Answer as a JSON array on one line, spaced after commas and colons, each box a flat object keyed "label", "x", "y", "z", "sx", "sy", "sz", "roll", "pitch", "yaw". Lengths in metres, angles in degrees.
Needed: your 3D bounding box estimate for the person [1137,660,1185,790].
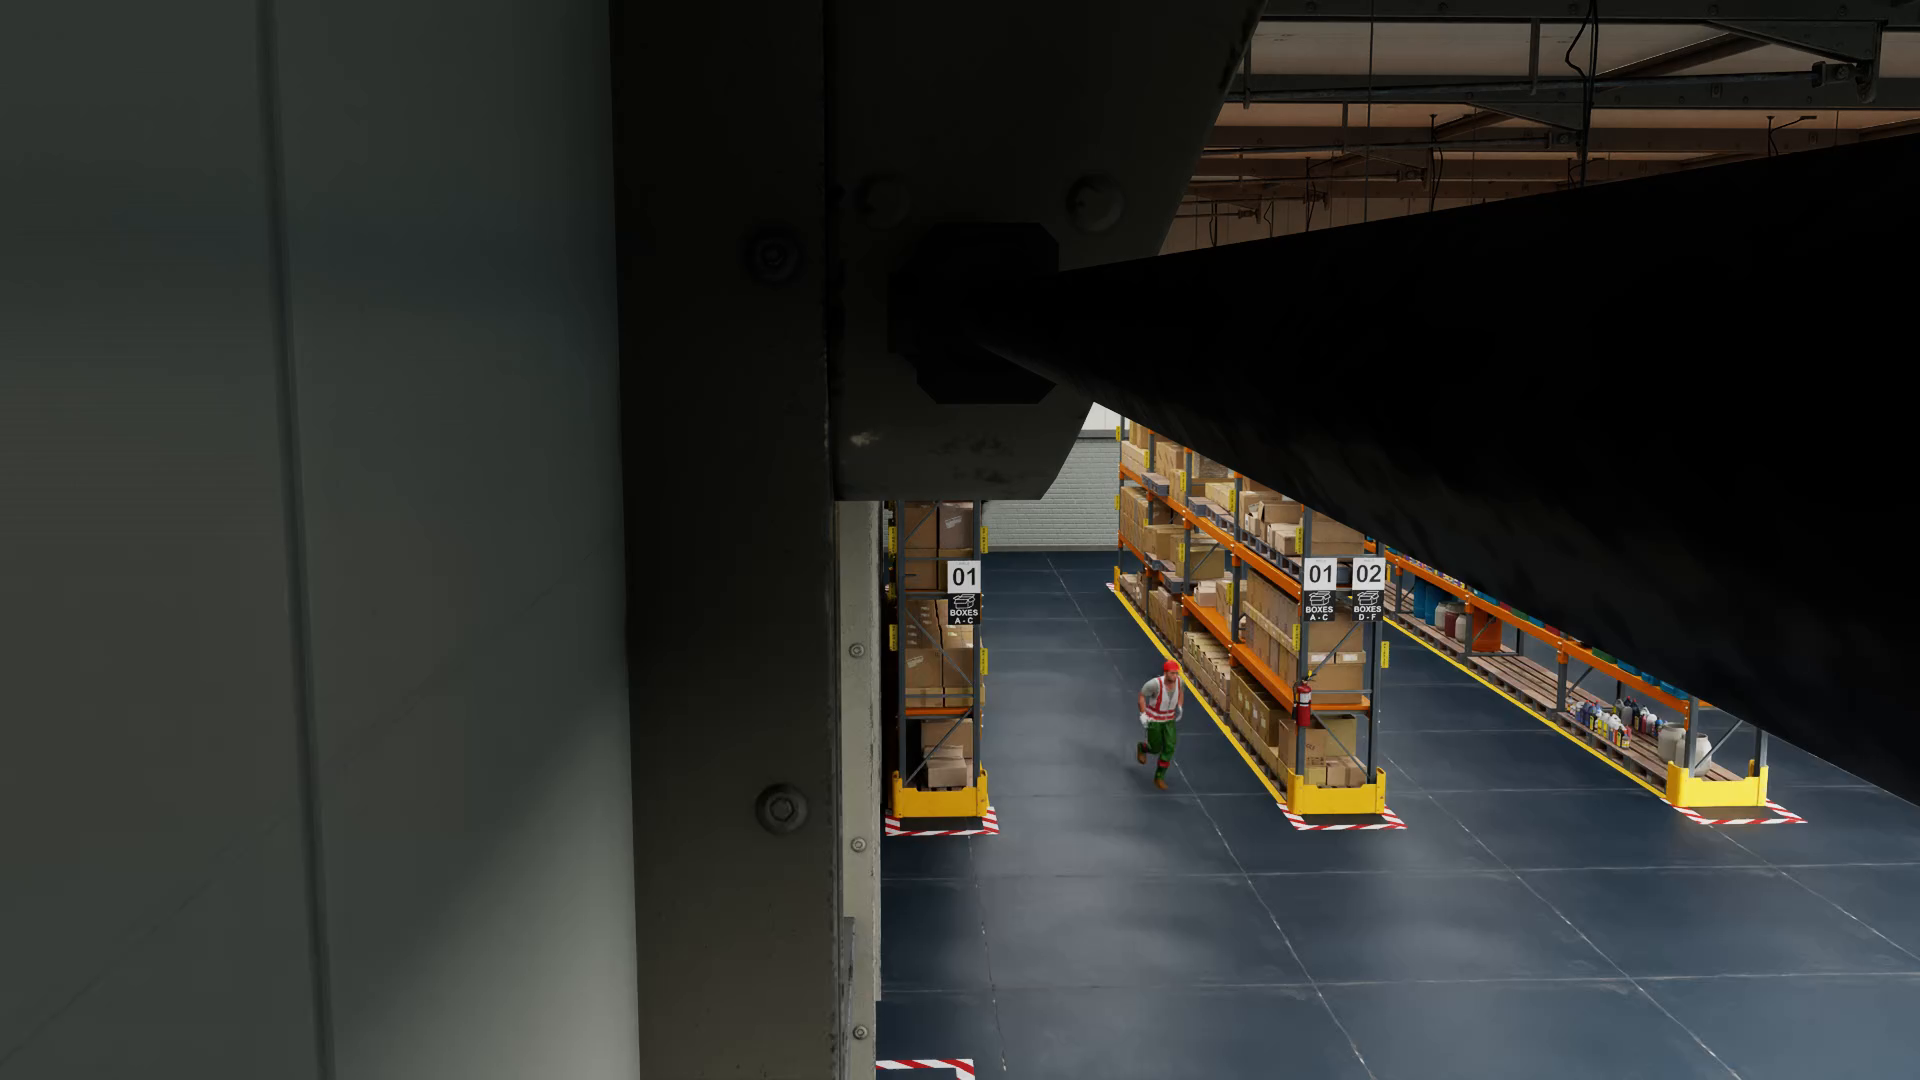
[{"label": "person", "x": 2.617, "y": 2.371, "z": 21.874, "sx": 0.659, "sy": 1.720, "sz": 0.908, "roll": -4, "pitch": 9, "yaw": -27}]
